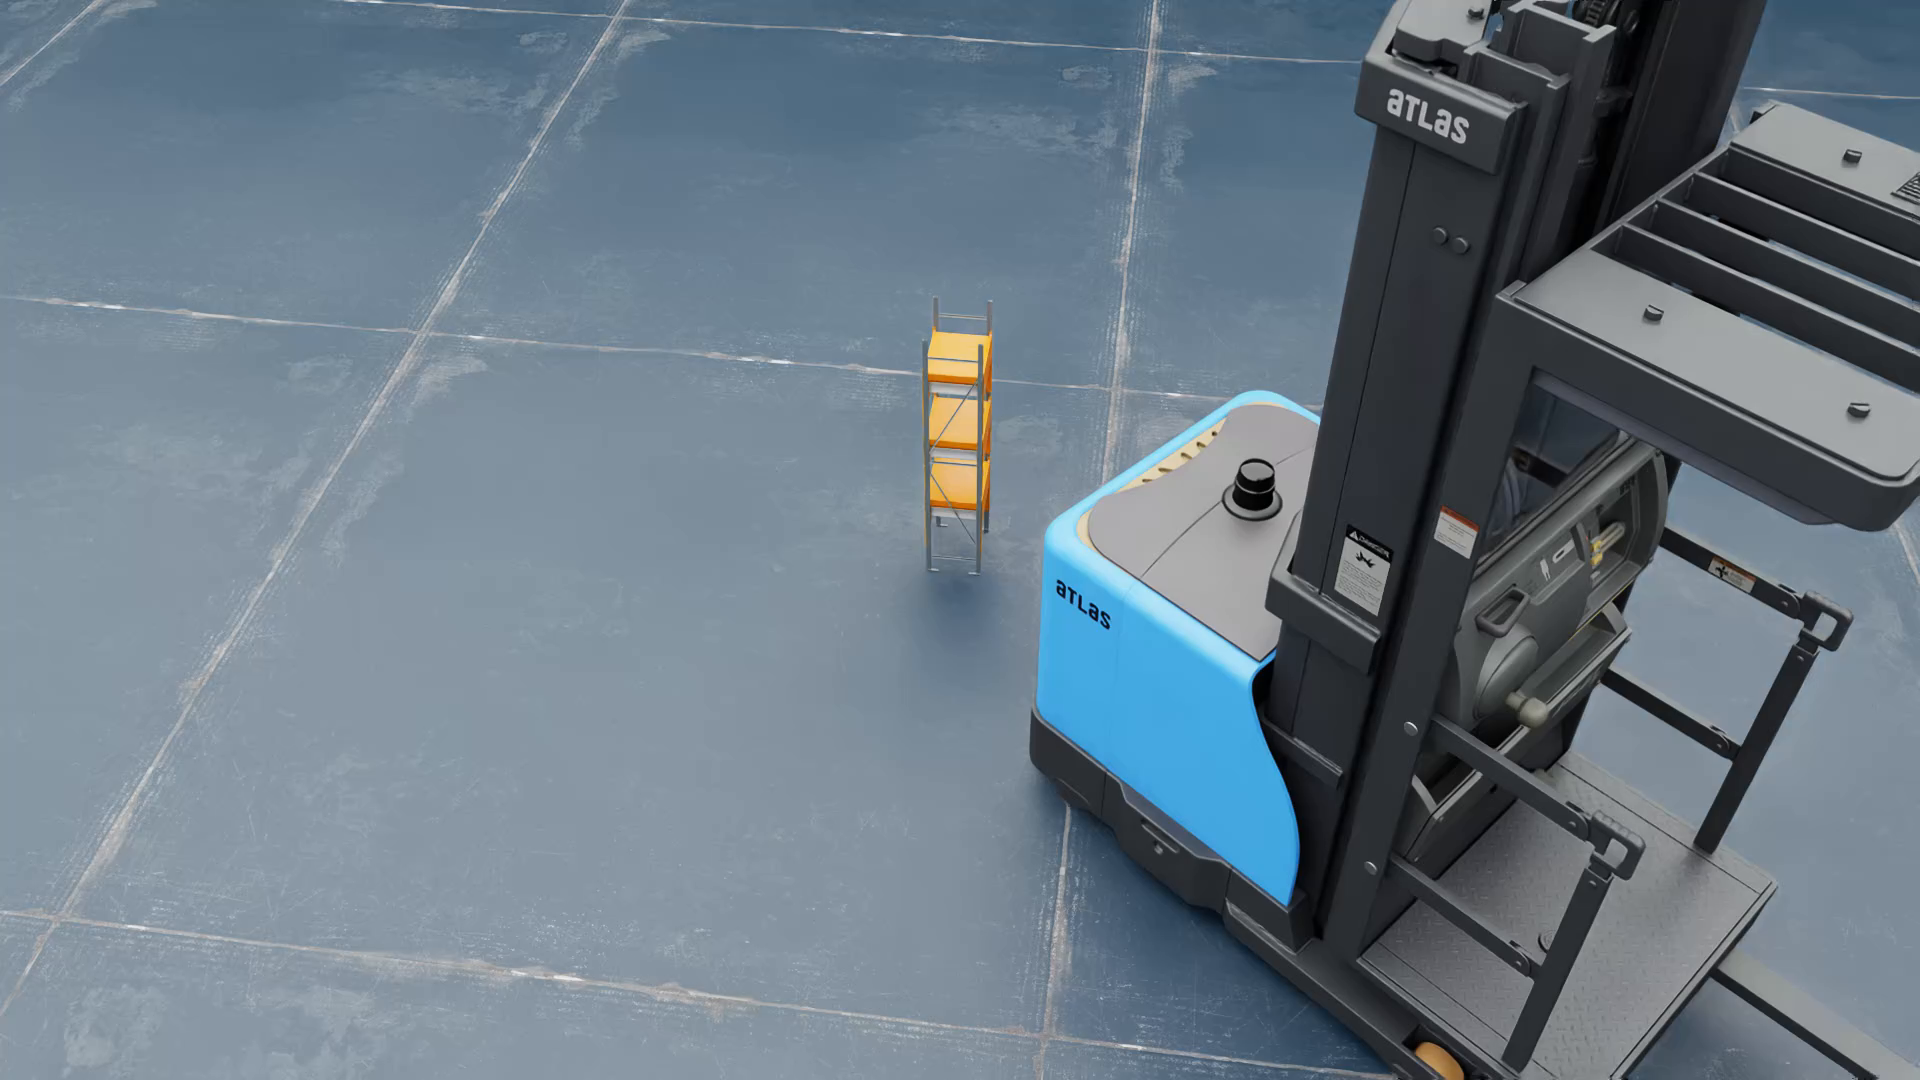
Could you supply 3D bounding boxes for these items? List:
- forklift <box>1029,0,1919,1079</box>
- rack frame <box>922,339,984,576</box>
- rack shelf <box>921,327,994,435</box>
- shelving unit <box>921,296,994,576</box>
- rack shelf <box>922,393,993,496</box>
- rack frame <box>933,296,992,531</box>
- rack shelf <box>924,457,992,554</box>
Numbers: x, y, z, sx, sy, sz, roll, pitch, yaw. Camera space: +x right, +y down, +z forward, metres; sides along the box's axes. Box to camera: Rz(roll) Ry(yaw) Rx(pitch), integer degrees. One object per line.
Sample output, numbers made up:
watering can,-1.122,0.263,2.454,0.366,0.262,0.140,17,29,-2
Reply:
forklift,1.606,0.183,3.925,1.130,2.935,3.031,-33,53,-30
rack frame,-0.023,-0.262,5.763,0.200,1.050,0.008,5,44,6
rack shelf,-0.007,-0.543,5.663,0.215,0.259,0.240,5,44,6
shelving unit,-0.007,-0.345,5.851,0.215,1.050,0.252,5,44,6
rack shelf,-0.007,-0.337,5.858,0.215,0.259,0.240,5,44,6
rack frame,0.009,-0.428,5.938,0.200,1.050,0.008,5,44,6
rack shelf,-0.007,-0.135,6.049,0.215,0.259,0.240,5,44,6
